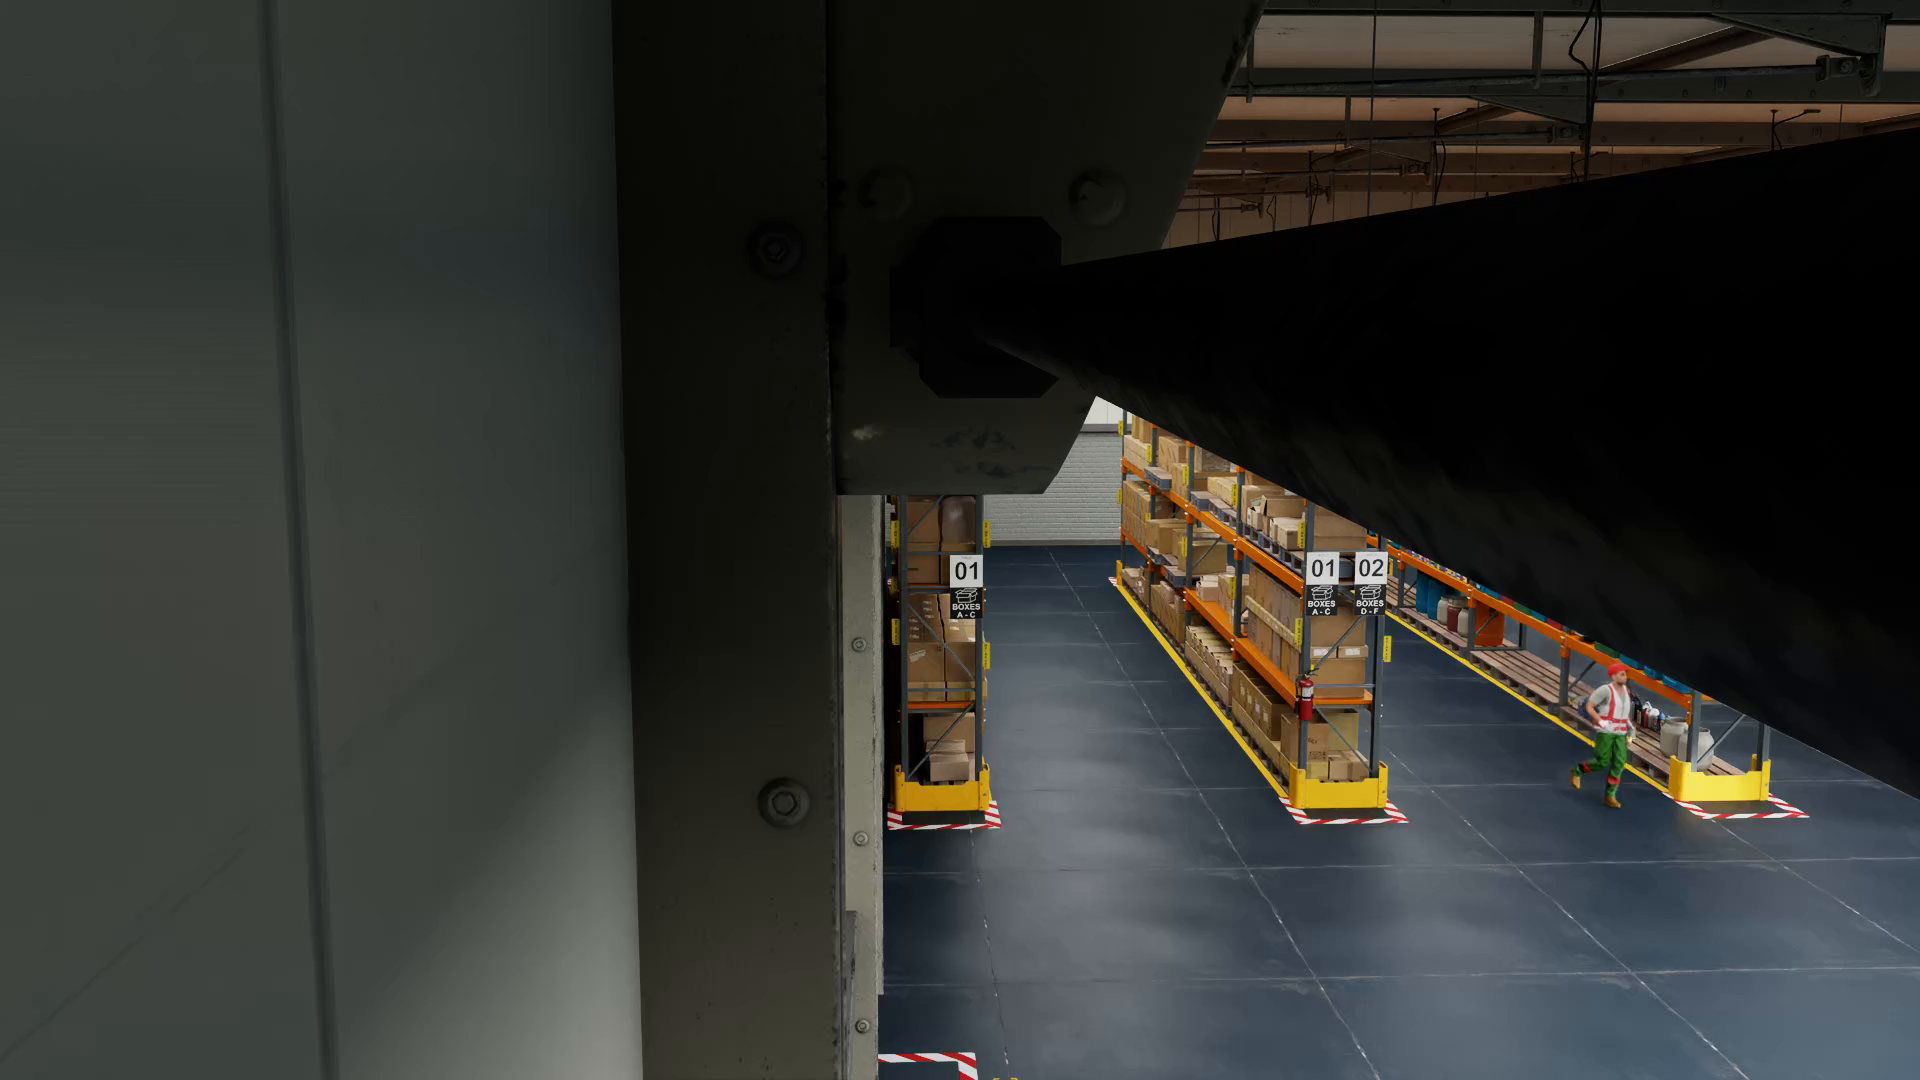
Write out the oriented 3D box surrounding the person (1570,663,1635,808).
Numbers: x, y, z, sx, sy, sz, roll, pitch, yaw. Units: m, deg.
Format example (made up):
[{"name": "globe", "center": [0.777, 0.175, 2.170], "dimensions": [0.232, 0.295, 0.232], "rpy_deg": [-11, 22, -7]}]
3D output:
[{"name": "person", "center": [8.189, 2.410, 20.854], "dimensions": [0.718, 1.735, 0.836], "rpy_deg": [-3, 9, -22]}]
